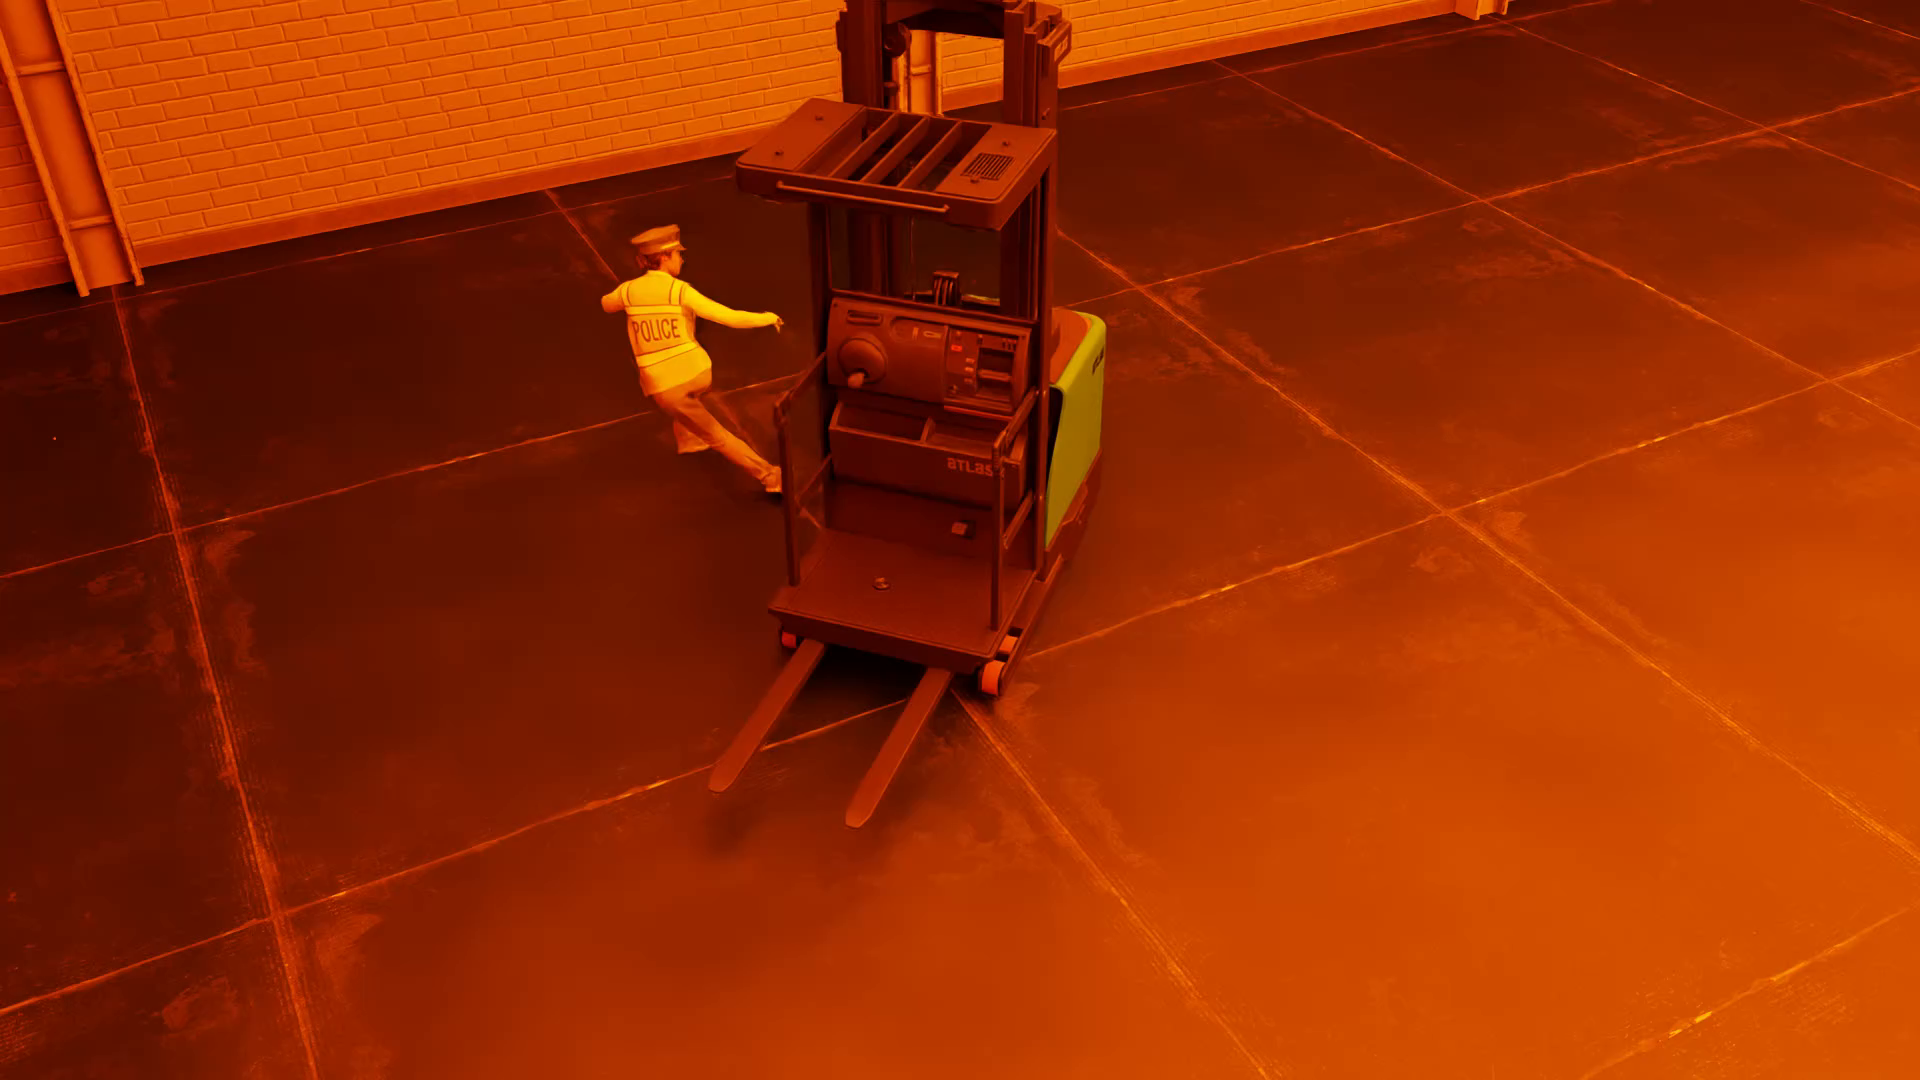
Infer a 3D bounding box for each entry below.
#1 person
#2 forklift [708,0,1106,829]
[{"bbox_3d":[-1.388,-0.987,8.797,0.910,1.429,0.886,-8,36,-12],"label":"person"},{"bbox_3d":[-0.216,-0.750,7.183,1.130,2.935,3.031,12,37,16],"label":"forklift"}]
